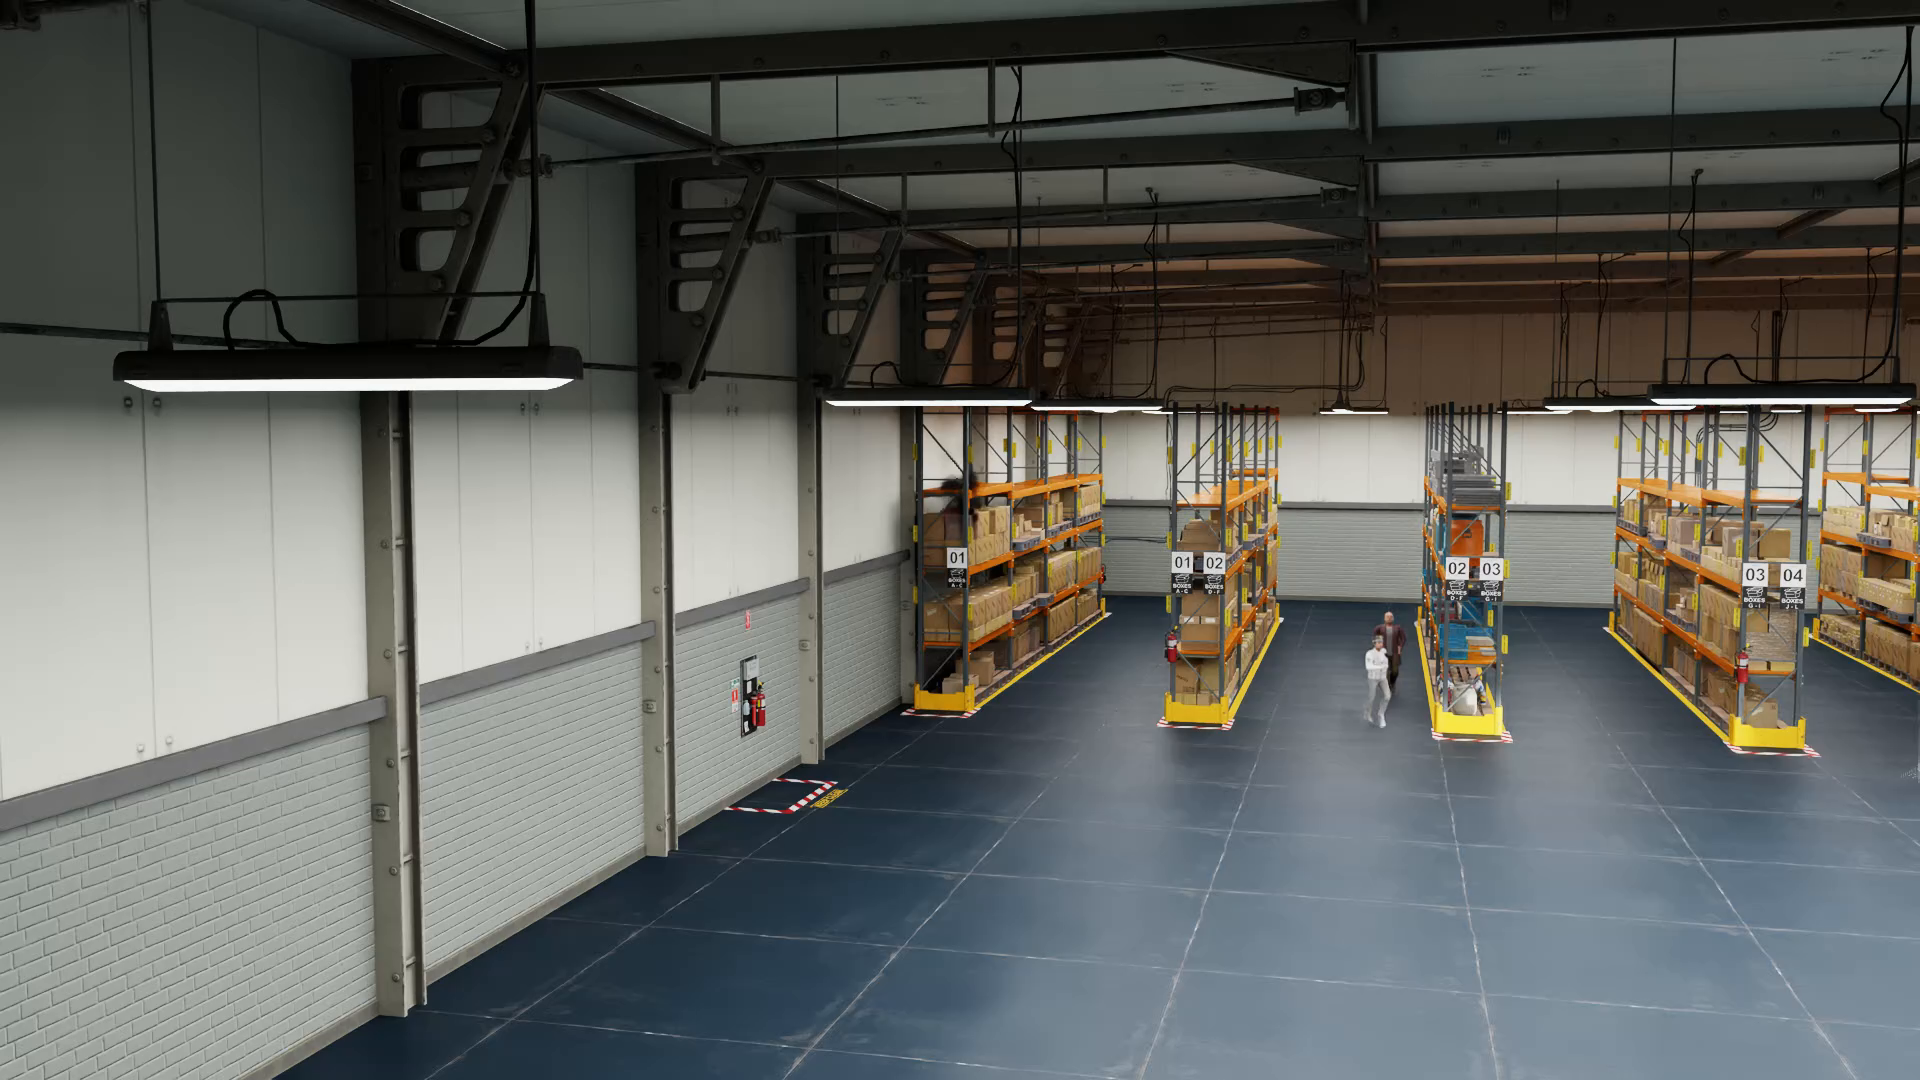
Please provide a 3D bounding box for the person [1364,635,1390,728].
[{"bbox_3d":[7.731,2.609,30.792,0.579,1.739,0.794,-1,4,-12],"label":"person"}]

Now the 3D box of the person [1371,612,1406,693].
[{"bbox_3d":[8.778,2.340,34.055,0.705,1.727,0.661,1,4,10],"label":"person"}]
